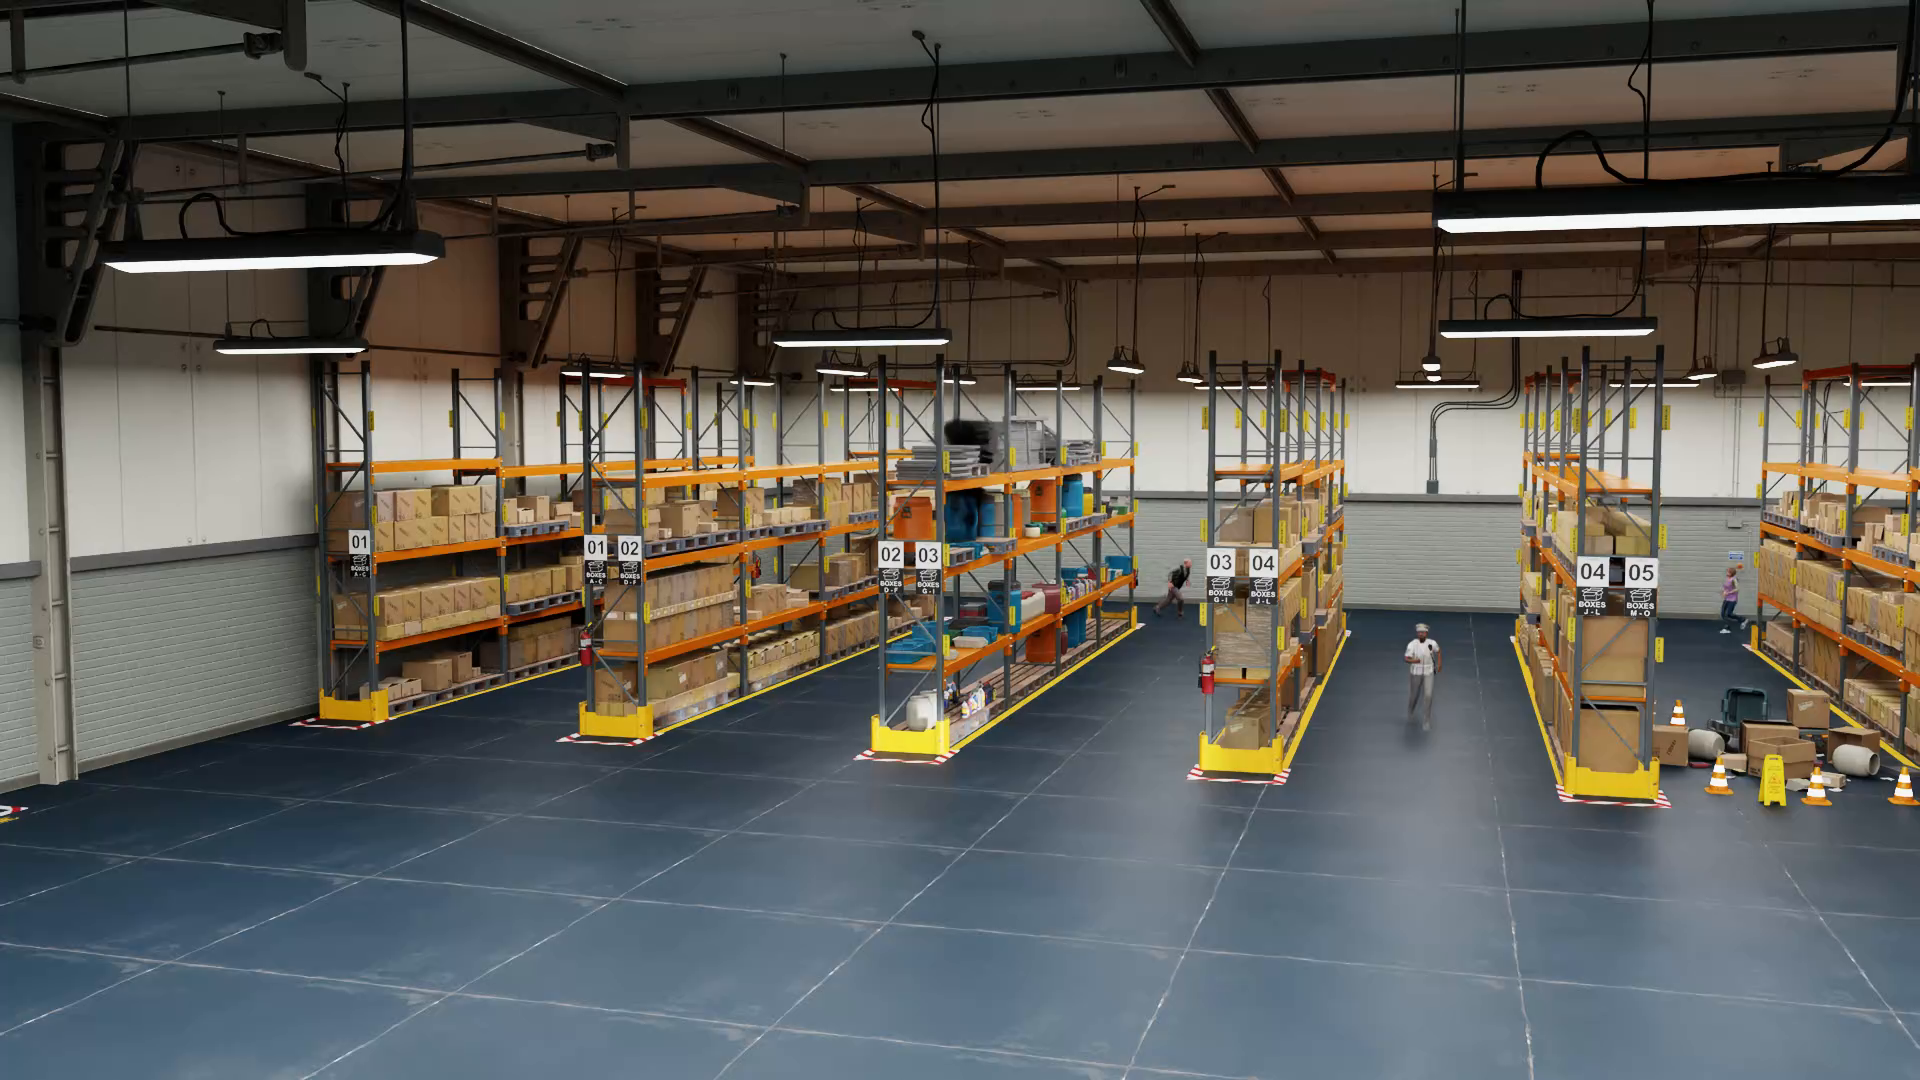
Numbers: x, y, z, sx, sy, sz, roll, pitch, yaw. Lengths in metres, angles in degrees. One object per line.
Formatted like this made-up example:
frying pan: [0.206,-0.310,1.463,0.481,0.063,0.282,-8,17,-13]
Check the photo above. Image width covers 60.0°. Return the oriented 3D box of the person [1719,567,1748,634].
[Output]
person: [18.192,1.422,39.163,0.674,1.562,0.537,0,4,-2]

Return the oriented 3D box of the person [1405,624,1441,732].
person: [7.575,2.218,27.234,0.599,1.735,0.895,1,4,10]

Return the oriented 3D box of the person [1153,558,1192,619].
person: [5.418,1.222,42.286,1.062,1.553,0.644,3,5,35]
